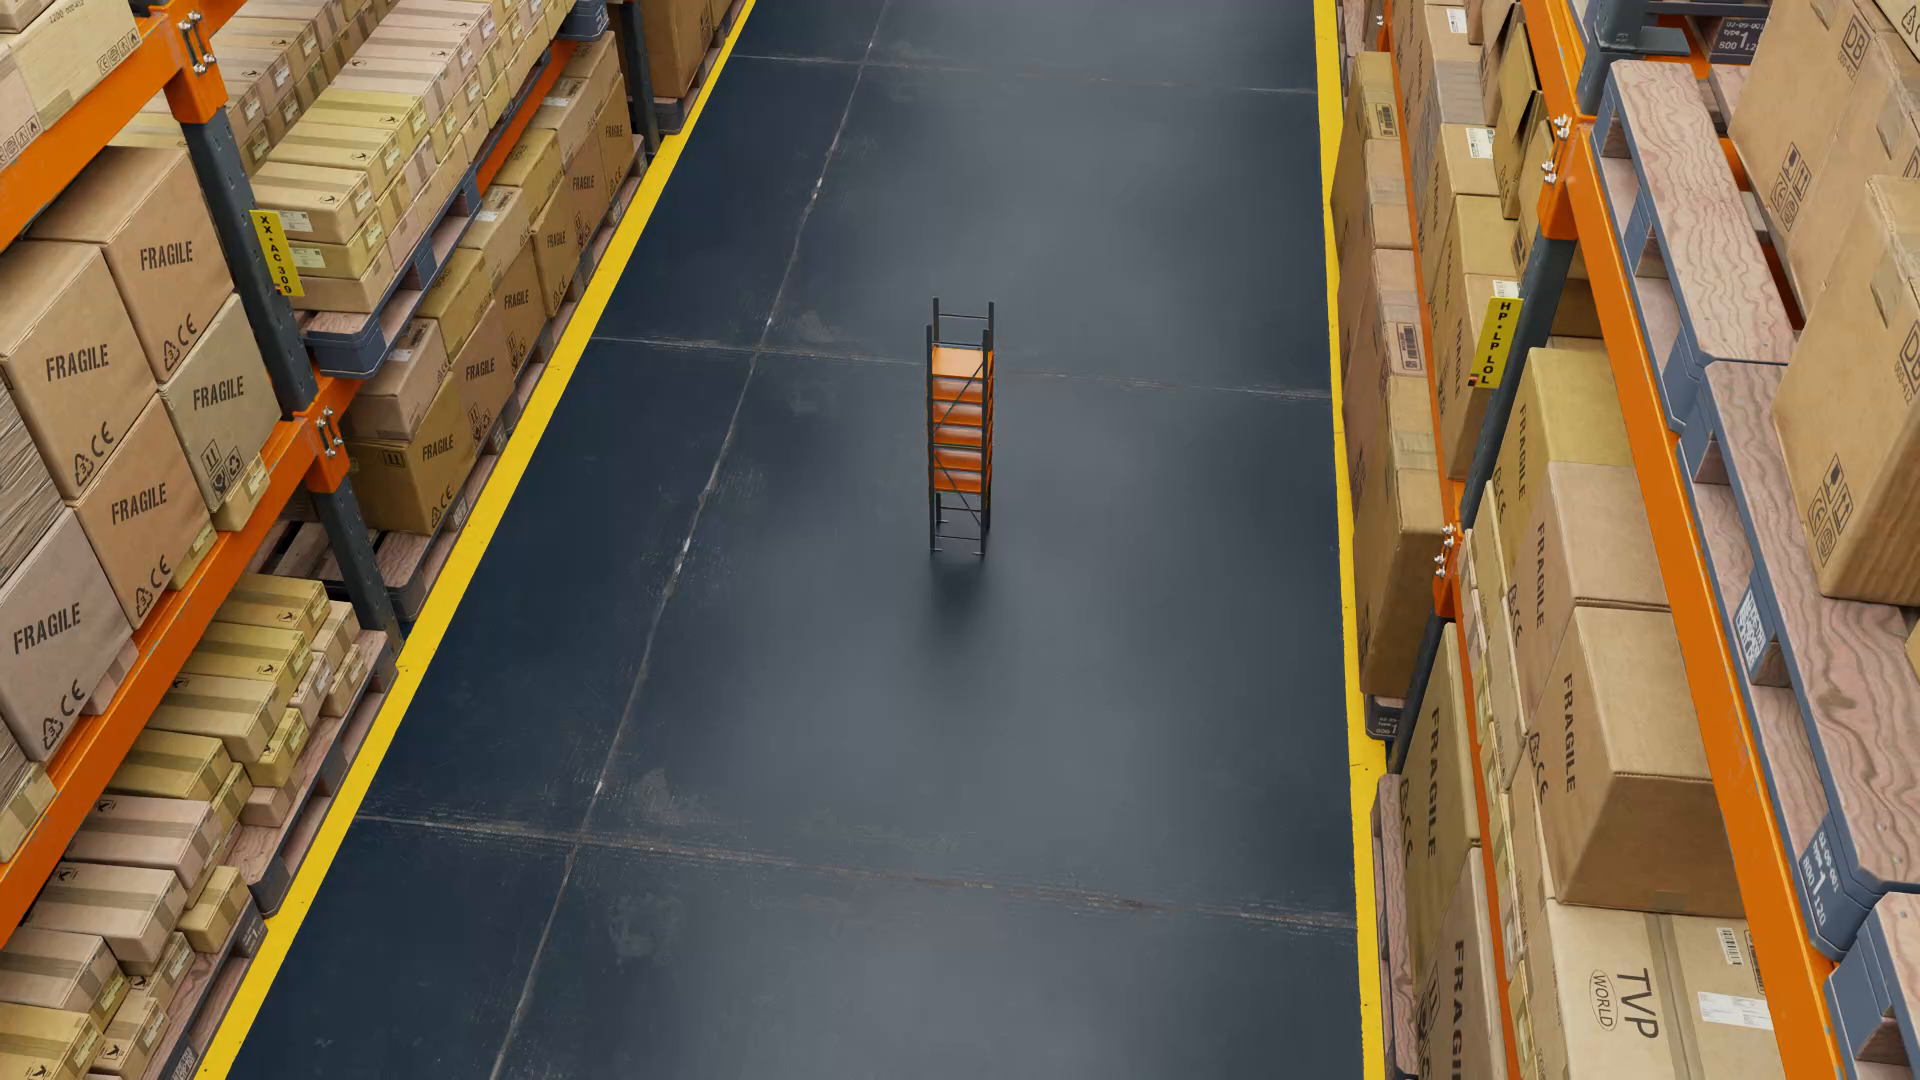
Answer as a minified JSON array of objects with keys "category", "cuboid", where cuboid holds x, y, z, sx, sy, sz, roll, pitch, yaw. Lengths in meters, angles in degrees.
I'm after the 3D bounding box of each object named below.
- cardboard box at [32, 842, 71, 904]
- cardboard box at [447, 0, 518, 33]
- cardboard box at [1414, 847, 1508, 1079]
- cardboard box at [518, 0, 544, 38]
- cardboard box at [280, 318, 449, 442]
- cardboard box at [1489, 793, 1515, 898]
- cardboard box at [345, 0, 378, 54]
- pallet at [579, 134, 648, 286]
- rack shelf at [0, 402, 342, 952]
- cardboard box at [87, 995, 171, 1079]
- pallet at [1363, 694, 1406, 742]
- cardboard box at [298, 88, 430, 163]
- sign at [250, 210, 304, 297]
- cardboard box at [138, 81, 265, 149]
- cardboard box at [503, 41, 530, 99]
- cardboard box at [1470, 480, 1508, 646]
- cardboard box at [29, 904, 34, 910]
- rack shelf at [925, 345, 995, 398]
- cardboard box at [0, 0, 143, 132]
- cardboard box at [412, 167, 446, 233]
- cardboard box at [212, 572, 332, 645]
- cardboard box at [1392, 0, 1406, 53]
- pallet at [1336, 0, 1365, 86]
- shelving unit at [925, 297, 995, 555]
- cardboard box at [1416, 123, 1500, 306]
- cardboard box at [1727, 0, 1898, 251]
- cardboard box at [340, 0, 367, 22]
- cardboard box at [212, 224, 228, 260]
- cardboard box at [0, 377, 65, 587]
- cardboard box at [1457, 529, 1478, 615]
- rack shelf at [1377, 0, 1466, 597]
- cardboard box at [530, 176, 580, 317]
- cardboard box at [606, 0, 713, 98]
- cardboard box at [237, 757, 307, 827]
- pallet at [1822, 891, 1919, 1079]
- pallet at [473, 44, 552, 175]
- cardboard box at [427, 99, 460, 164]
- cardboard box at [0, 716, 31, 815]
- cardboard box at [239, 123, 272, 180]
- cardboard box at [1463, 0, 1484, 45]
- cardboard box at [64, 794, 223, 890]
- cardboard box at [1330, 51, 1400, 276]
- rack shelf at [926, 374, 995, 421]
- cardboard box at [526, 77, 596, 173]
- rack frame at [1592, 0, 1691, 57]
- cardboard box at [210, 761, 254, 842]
[{"category":"cardboard box","cuboid":[-3.183,1.045,5.538,0.380,0.149,0.250,7,44,7]},{"category":"cardboard box","cuboid":[-2.069,-2.236,6.896,0.380,0.149,0.250,6,44,7]},{"category":"cardboard box","cuboid":[1.839,1.528,4.716,0.875,0.875,0.875,5,44,6]},{"category":"cardboard box","cuboid":[-2.032,-2.304,7.185,0.380,0.149,0.250,6,44,7]},{"category":"cardboard box","cuboid":[-2.419,-0.663,6.758,0.500,0.250,0.500,3,44,4]},{"category":"cardboard box","cuboid":[1.620,0.828,4.398,0.380,0.149,0.250,5,44,5]},{"category":"cardboard box","cuboid":[-2.713,-2.188,7.063,0.380,0.149,0.250,7,44,7]},{"category":"pallet","cuboid":[-2.355,-1.847,9.070,1.003,0.211,1.213,5,44,6]},{"category":"rack shelf","cuboid":[-3.043,0.958,4.602,1.077,0.370,4.000,5,44,6]},{"category":"cardboard box","cuboid":[-2.730,1.559,5.212,0.380,0.149,0.250,5,44,6]},{"category":"pallet","cuboid":[2.152,0.333,6.767,1.003,0.211,1.213,5,44,6]},{"category":"cardboard box","cuboid":[-2.203,-1.535,6.156,0.380,0.149,0.250,6,44,6]},{"category":"sign","cuboid":[-2.240,-0.936,5.450,0.100,0.325,0.005,5,44,6]},{"category":"cardboard box","cuboid":[-2.848,-1.594,6.218,0.380,0.149,0.250,4,44,4]},{"category":"cardboard box","cuboid":[-2.067,-2.016,7.097,0.380,0.149,0.250,3,44,4]},{"category":"cardboard box","cuboid":[1.803,0.096,4.882,0.500,0.250,0.500,5,44,5]},{"category":"cardboard box","cuboid":[-3.147,1.155,5.639,0.380,0.149,0.250,4,44,4]},{"category":"rack shelf","cuboid":[0.002,-0.675,6.653,0.258,0.103,0.180,5,44,6]},{"category":"cardboard box","cuboid":[-2.576,-1.342,4.435,0.500,0.250,0.500,6,44,7]},{"category":"cardboard box","cuboid":[-2.203,-1.314,6.355,0.380,0.149,0.250,6,44,6]},{"category":"cardboard box","cuboid":[-2.568,0.267,6.144,0.380,0.149,0.250,6,44,7]},{"category":"cardboard box","cuboid":[2.319,-2.602,7.766,0.500,0.500,0.500,6,44,7]},{"category":"pallet","cuboid":[2.922,-3.222,10.521,1.003,0.211,1.213,5,44,6]},{"category":"shelving unit","cuboid":[0.002,-0.446,6.870,0.258,1.200,0.189,5,44,6]},{"category":"cardboard box","cuboid":[2.050,-1.220,6.306,0.500,0.500,0.500,5,44,5]},{"category":"cardboard box","cuboid":[2.080,-0.922,3.432,0.700,0.500,0.500,3,44,3]},{"category":"cardboard box","cuboid":[-2.712,-2.307,6.971,0.380,0.149,0.250,5,44,5]},{"category":"cardboard box","cuboid":[-2.889,-1.193,6.228,0.380,0.149,0.250,5,44,6]},{"category":"cardboard box","cuboid":[-2.718,-0.128,4.210,0.500,0.500,0.500,6,44,7]},{"category":"cardboard box","cuboid":[1.756,0.116,5.151,0.380,0.149,0.250,5,44,6]},{"category":"rack shelf","cuboid":[2.389,-1.248,6.932,1.077,0.370,4.000,5,44,6]},{"category":"cardboard box","cuboid":[-2.204,-1.449,8.134,0.500,0.500,0.500,3,44,4]},{"category":"cardboard box","cuboid":[-2.080,-3.135,9.732,1.050,0.750,0.750,5,44,5]},{"category":"cardboard box","cuboid":[-2.581,0.870,5.940,0.380,0.149,0.250,4,44,4]},{"category":"pallet","cuboid":[1.683,1.016,1.900,1.003,0.211,1.213,5,44,6]},{"category":"pallet","cuboid":[-2.471,-1.970,7.310,1.003,0.211,1.213,5,44,6]},{"category":"cardboard box","cuboid":[-2.171,-1.592,6.433,0.380,0.149,0.250,4,44,4]},{"category":"cardboard box","cuboid":[-2.790,0.587,4.182,0.500,0.500,0.500,4,44,4]},{"category":"cardboard box","cuboid":[-2.853,-1.473,6.307,0.380,0.149,0.250,7,44,7]},{"category":"cardboard box","cuboid":[2.452,-2.332,6.752,0.797,0.503,0.637,6,44,6]},{"category":"cardboard box","cuboid":[-2.644,0.977,5.394,0.380,0.149,0.250,3,44,3]},{"category":"cardboard box","cuboid":[2.541,-1.785,8.216,1.225,0.875,0.875,3,44,4]},{"category":"rack shelf","cuboid":[0.002,-0.588,6.736,0.258,0.103,0.180,5,44,6]},{"category":"cardboard box","cuboid":[-2.136,-2.074,8.248,0.500,0.250,0.500,6,44,6]},{"category":"rack frame","cuboid":[2.124,-2.325,3.183,1.000,3.000,0.127,5,44,6]},{"category":"cardboard box","cuboid":[-2.677,0.884,5.709,0.380,0.149,0.250,6,44,6]}]
